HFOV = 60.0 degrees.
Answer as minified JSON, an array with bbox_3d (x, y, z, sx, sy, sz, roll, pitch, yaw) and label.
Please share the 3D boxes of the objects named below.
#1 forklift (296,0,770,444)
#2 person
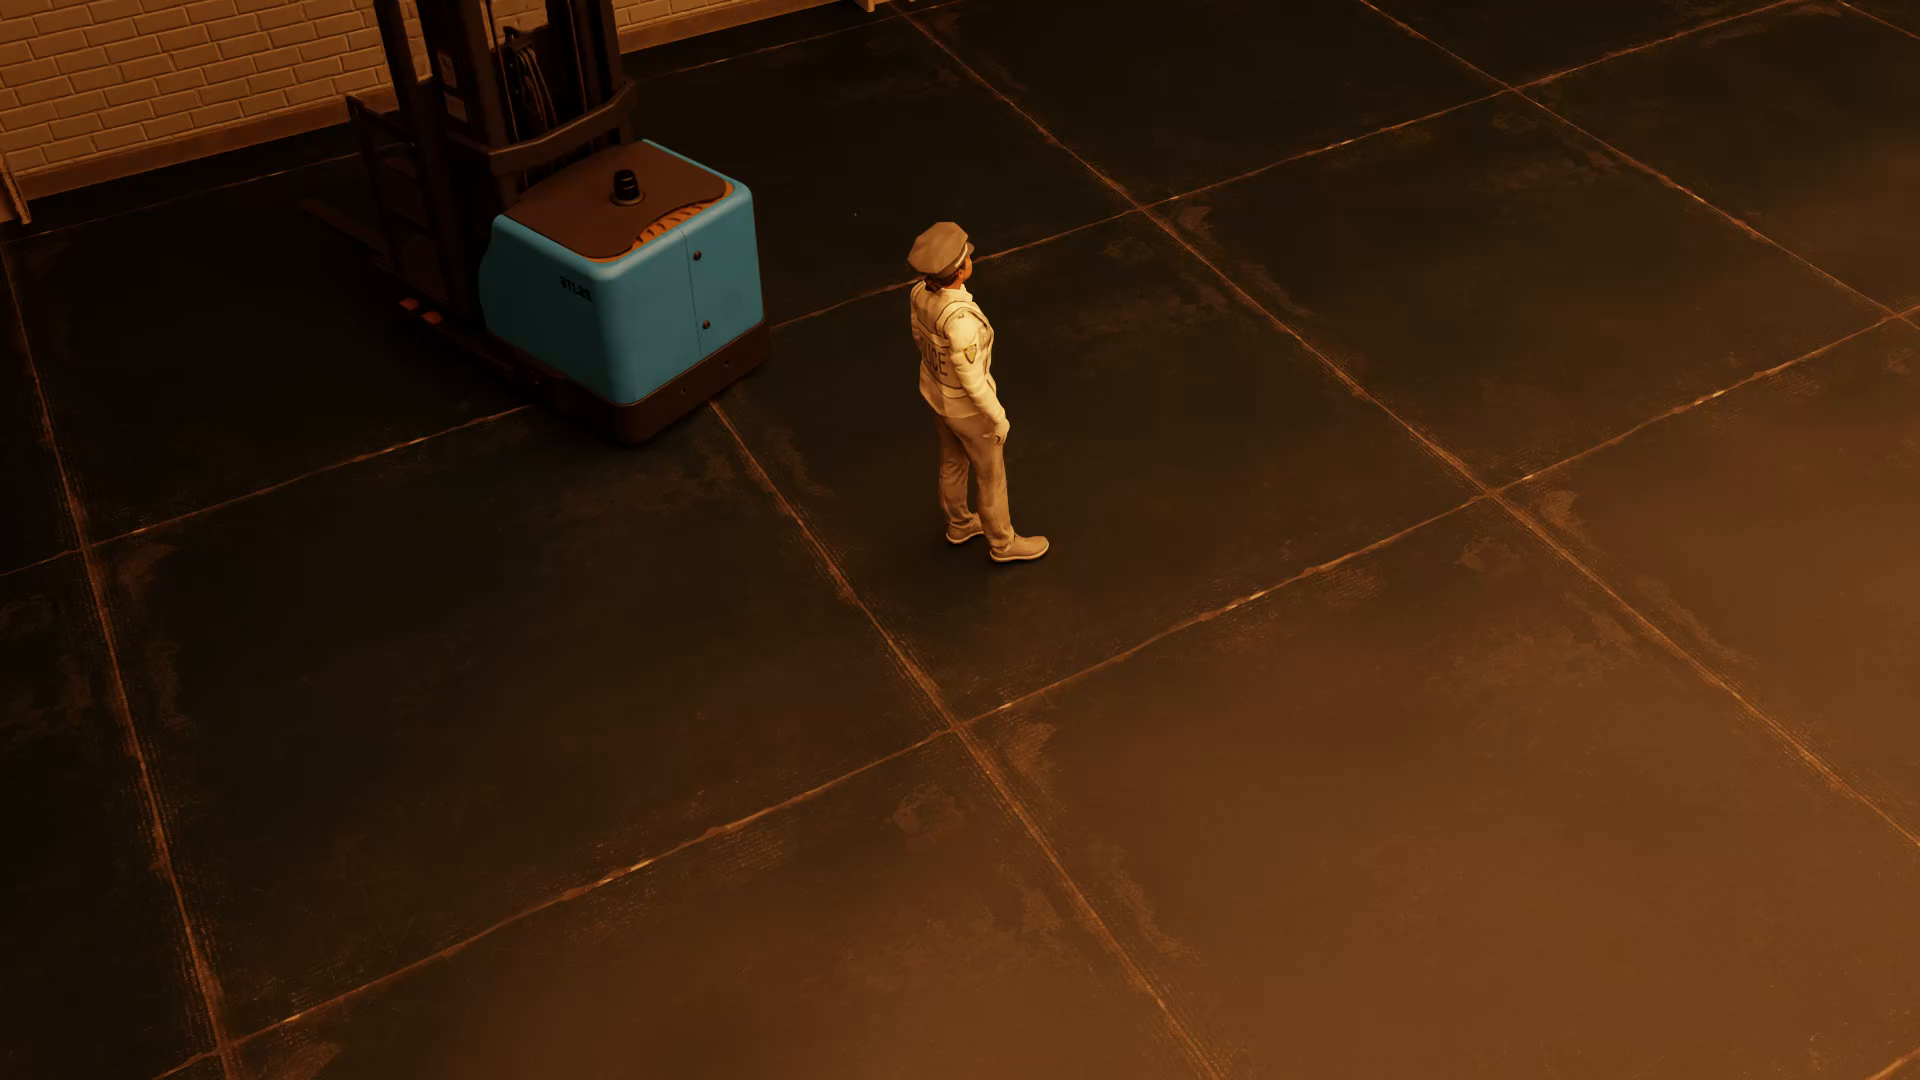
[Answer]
[{"bbox_3d":[-2.466,-2.396,8.282,3.031,2.935,1.130,29,50,28],"label":"forklift"},{"bbox_3d":[0.063,-0.646,7.292,0.531,1.694,0.586,-21,47,-21],"label":"person"}]
